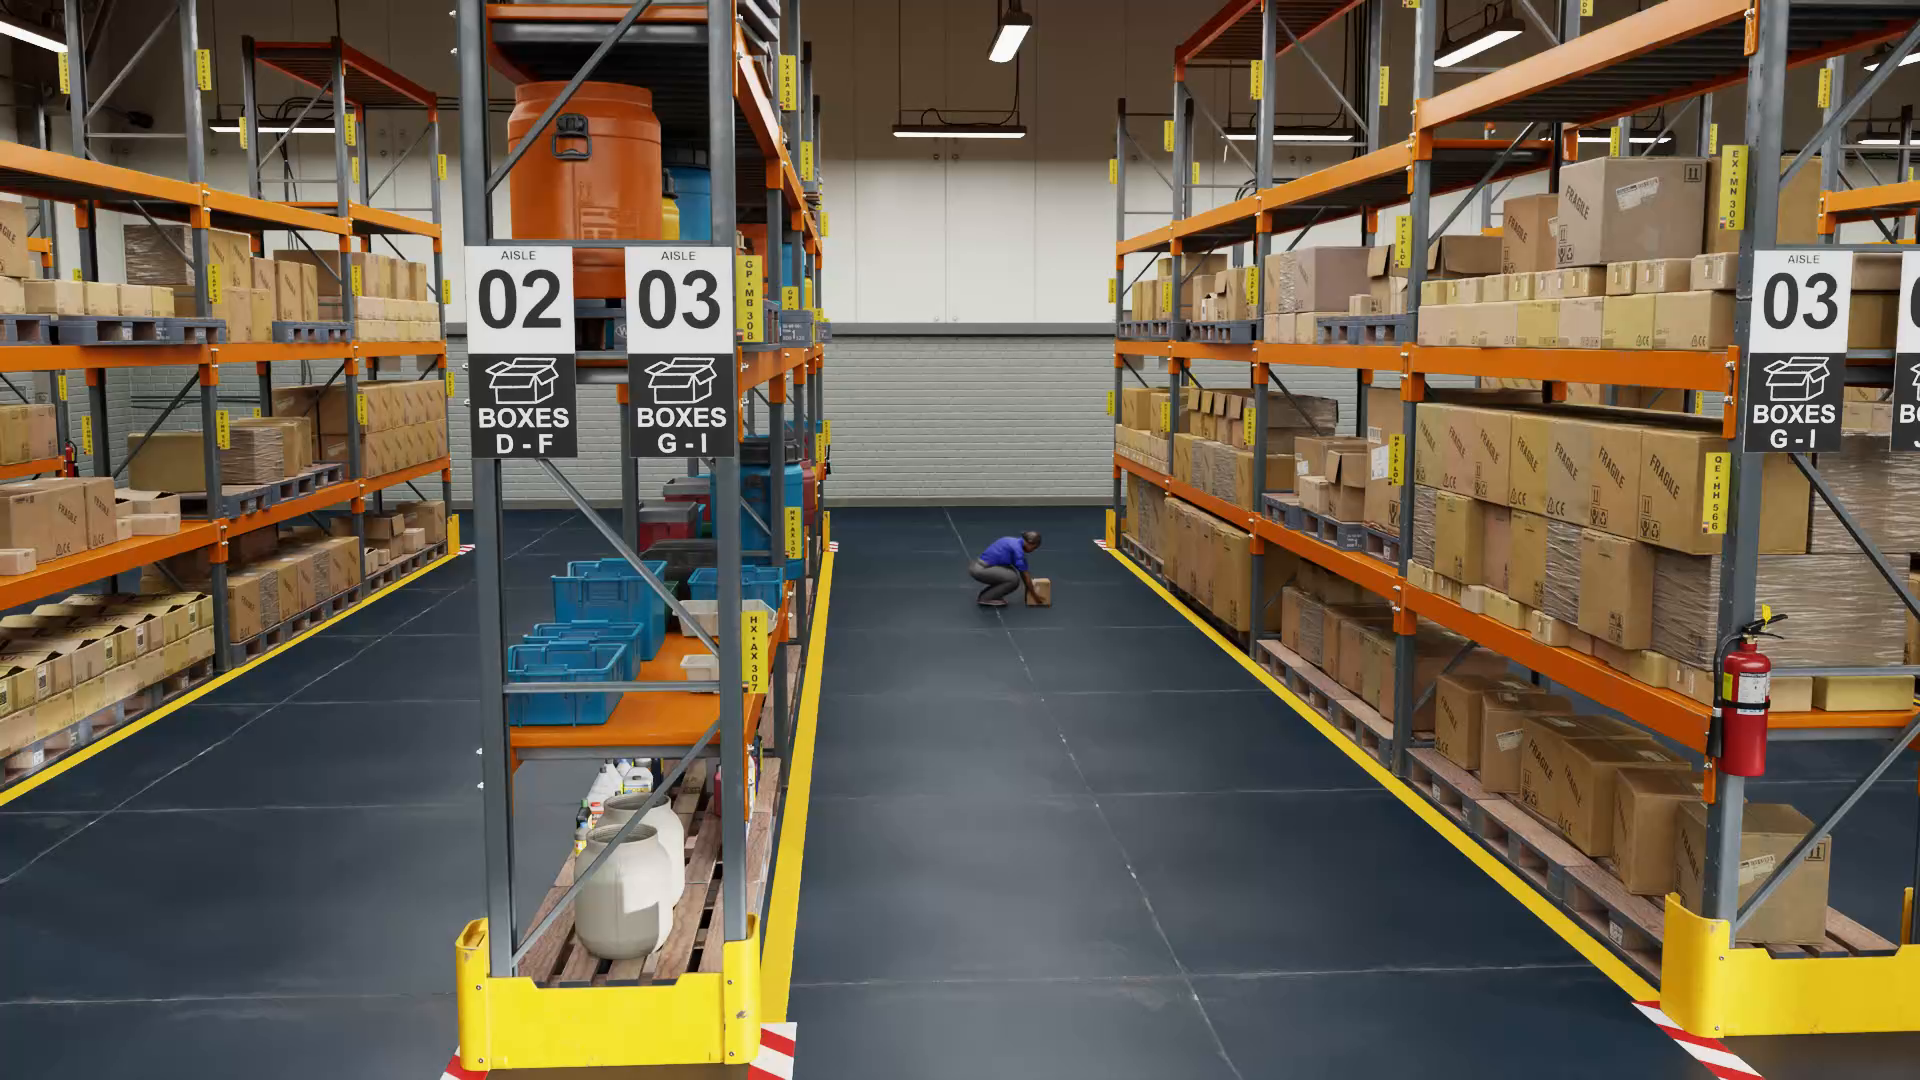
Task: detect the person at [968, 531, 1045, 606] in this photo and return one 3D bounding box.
[{"bbox_3d":[0.498,0.312,17.931,0.824,0.809,0.479,0,7,-4],"label":"person"}]
